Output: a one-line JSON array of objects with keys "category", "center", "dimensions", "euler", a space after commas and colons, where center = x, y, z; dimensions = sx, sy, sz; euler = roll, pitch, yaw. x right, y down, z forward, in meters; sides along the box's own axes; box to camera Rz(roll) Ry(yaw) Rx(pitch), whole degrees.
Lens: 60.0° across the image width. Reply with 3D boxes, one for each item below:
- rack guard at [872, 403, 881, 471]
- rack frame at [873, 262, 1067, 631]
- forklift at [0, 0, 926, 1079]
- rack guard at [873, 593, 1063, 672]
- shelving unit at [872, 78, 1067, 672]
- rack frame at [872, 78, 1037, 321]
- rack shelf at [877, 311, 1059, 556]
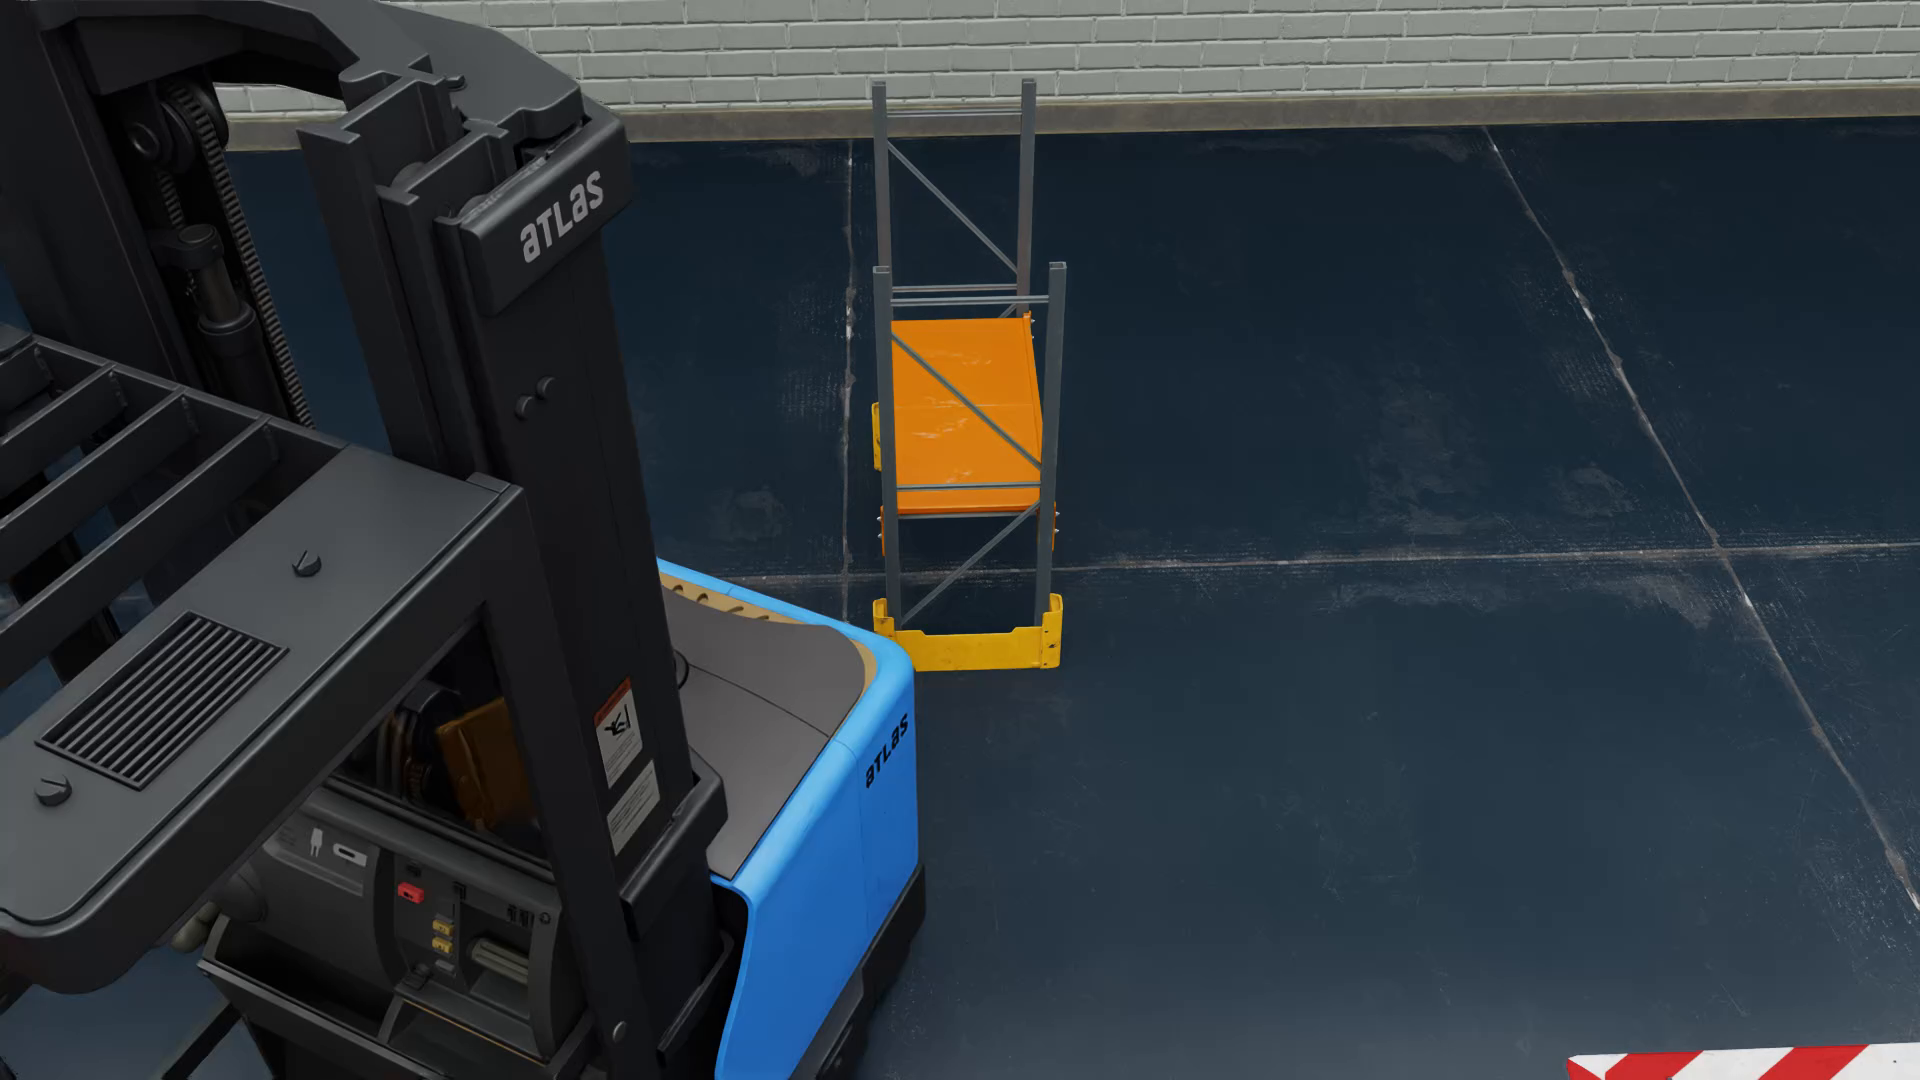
[{"category": "rack guard", "center": [-0.018, -0.377, 5.976], "dimensions": [0.587, 0.250, 0.087], "euler": [-2, 43, -2]}, {"category": "rack frame", "center": [0.025, -0.152, 4.806], "dimensions": [0.500, 1.500, 0.032], "euler": [-2, 43, -2]}, {"category": "forklift", "center": [-1.182, 0.719, 2.796], "dimensions": [1.130, 2.935, 3.031], "euler": [18, 45, 18]}, {"category": "rack guard", "center": [0.024, 0.296, 5.243], "dimensions": [0.587, 0.250, 0.087], "euler": [-2, 43, -2]}, {"category": "shelving unit", "center": [0.003, -0.501, 5.187], "dimensions": [0.587, 1.500, 1.083], "euler": [-2, 43, -2]}, {"category": "rack frame", "center": [-0.018, -0.838, 5.555], "dimensions": [0.500, 1.500, 0.032], "euler": [-2, 43, -2]}, {"category": "rack shelf", "center": [0.004, -0.363, 5.302], "dimensions": [0.538, 0.185, 1.000], "euler": [-2, 43, -2]}]
